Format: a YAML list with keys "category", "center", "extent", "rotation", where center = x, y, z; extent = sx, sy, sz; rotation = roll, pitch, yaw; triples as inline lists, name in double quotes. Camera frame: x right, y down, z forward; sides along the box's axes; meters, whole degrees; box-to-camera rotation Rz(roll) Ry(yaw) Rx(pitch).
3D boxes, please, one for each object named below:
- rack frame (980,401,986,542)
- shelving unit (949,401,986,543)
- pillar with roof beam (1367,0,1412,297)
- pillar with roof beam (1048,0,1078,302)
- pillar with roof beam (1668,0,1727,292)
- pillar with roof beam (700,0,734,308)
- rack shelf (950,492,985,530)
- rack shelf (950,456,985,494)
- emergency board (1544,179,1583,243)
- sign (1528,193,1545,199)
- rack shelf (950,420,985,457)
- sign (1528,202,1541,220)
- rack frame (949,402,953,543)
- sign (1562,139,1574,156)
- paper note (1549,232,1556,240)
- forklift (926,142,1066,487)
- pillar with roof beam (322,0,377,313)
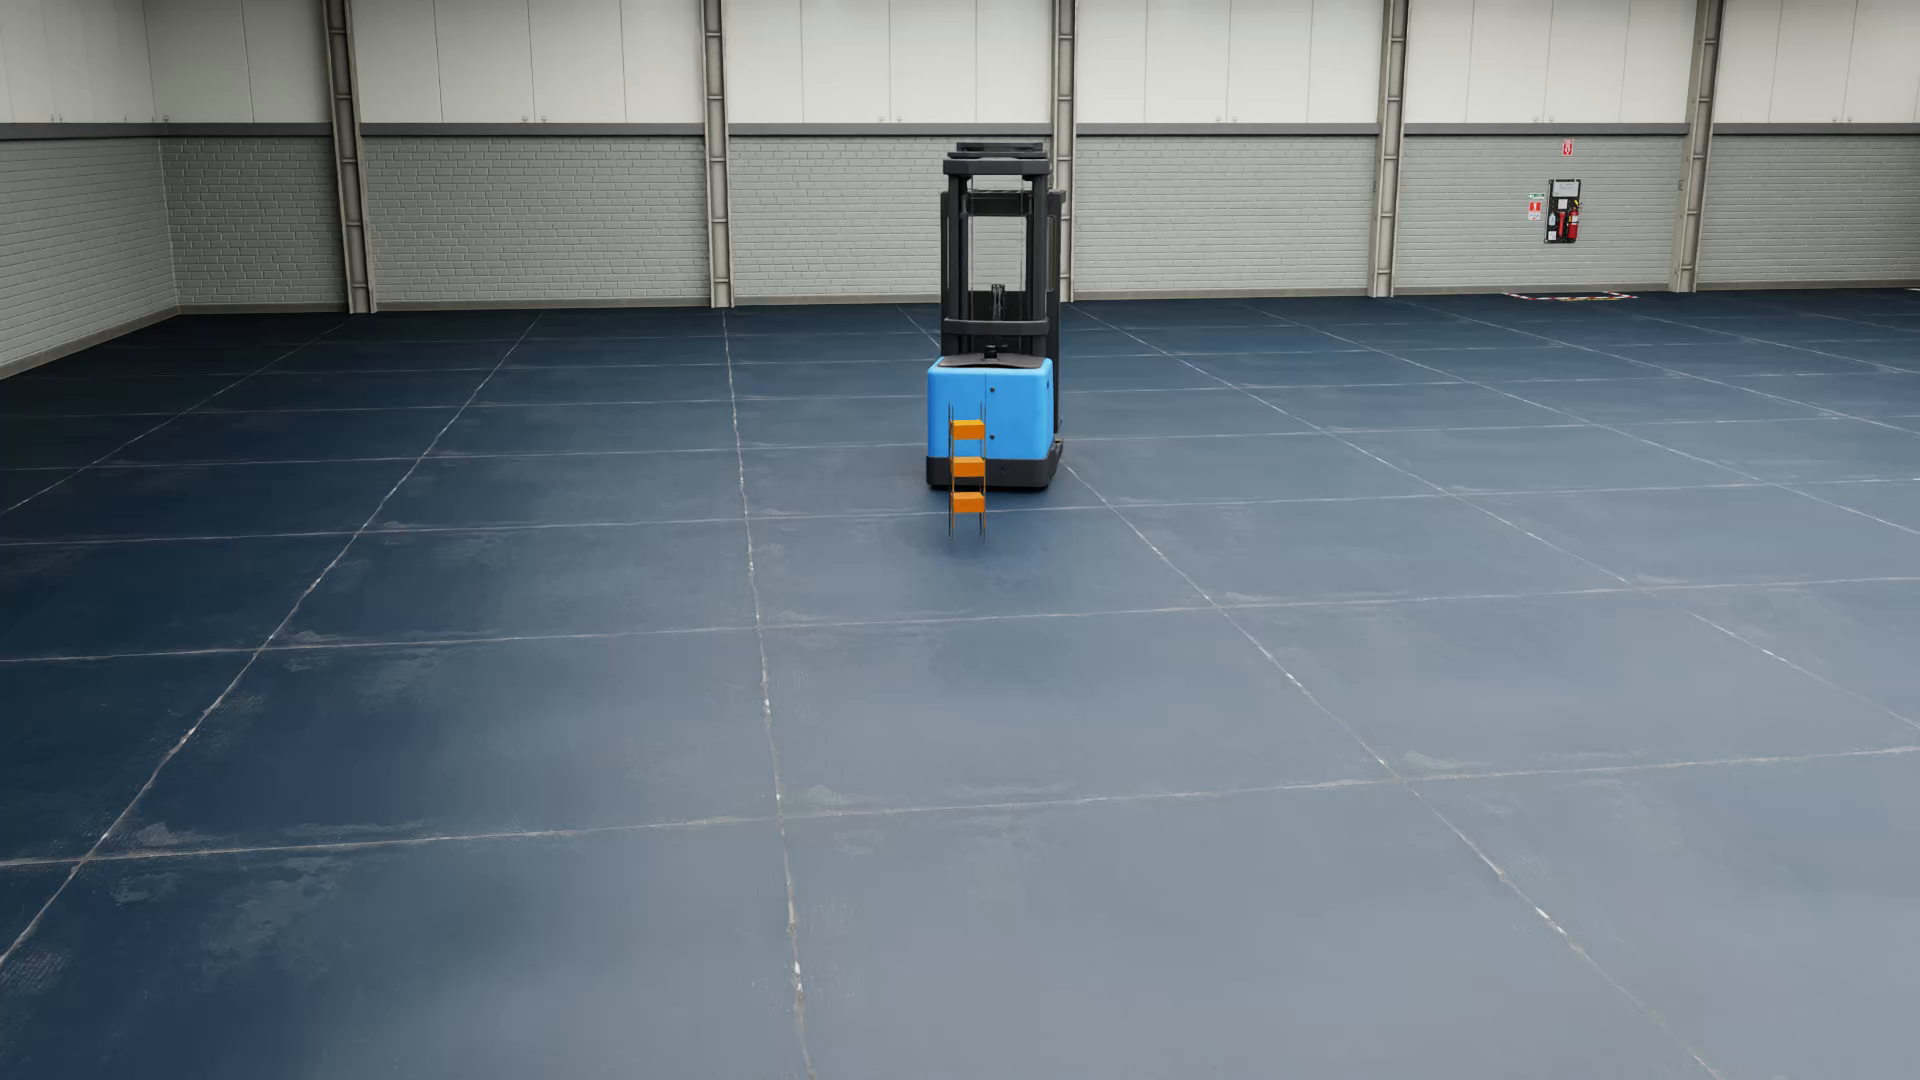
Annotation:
- category: "rack frame"
  center: [0.174, -0.516, 12.619]
  extent: [0.008, 1.050, 0.200]
  rotation: [-2, 14, -8]
- category: "shelving unit"
  center: [0.053, -0.511, 12.602]
  extent: [0.252, 1.050, 0.215]
  rotation: [-2, 14, -8]
- category: "pillar with roof beam"
  center: [8.380, -7.824, 25.421]
  extent: [0.400, 9.000, 9.100]
  rotation: [-2, 14, -8]
- category: "pillar with roof beam"
  center: [2.447, -7.607, 24.554]
  extent: [0.400, 9.000, 9.100]
  rotation: [-2, 14, -8]
- category: "pillar with roof beam"
  center: [14.313, -8.042, 26.288]
  extent: [0.400, 9.000, 9.100]
  rotation: [-2, 14, -8]
- category: "pillar with roof beam"
  center: [-3.486, -7.389, 23.687]
  extent: [0.400, 9.000, 9.100]
  rotation: [-2, 14, -8]
- category: "rack shelf"
  center: [0.053, -0.231, 12.672]
  extent: [0.240, 0.259, 0.215]
  rotation: [-2, 14, -8]
- category: "rack shelf"
  center: [0.053, -0.501, 12.604]
  extent: [0.240, 0.259, 0.215]
  rotation: [-2, 14, -8]
- category: "emergency board"
  center: [11.222, -6.087, 30.826]
  extent: [0.643, 1.169, 0.194]
  rotation: [-2, 14, -8]
- category: "sign"
  center: [10.666, -6.364, 30.769]
  extent: [0.331, 0.109, 0.001]
  rotation: [-2, 14, -8]
- category: "rack shelf"
  center: [0.053, -0.776, 12.535]
  extent: [0.240, 0.259, 0.215]
  rotation: [-2, 14, -8]
- category: "sign"
  center: [10.660, -6.109, 30.841]
  extent: [0.234, 0.329, 0.001]
  rotation: [-2, 14, -8]
- category: "rack frame"
  center: [-0.068, -0.507, 12.584]
  extent: [0.008, 1.050, 0.200]
  rotation: [-2, 14, -8]
- category: "sign"
  center: [11.199, -7.235, 30.639]
  extent: [0.199, 0.298, 0.001]
  rotation: [-2, 14, -8]
- category: "paper note"
  center: [11.037, -5.670, 30.974]
  extent: [0.142, 0.148, 0.016]
  rotation: [-2, 14, -8]
- category: "forklift"
  center: [0.398, -2.181, 15.393]
  extent: [1.130, 2.935, 3.031]
  rotation: [2, 14, 7]
- category: "pillar with roof beam"
  center: [-9.419, -7.172, 22.820]
  extent: [0.400, 9.000, 9.100]
  rotation: [-2, 14, -8]
